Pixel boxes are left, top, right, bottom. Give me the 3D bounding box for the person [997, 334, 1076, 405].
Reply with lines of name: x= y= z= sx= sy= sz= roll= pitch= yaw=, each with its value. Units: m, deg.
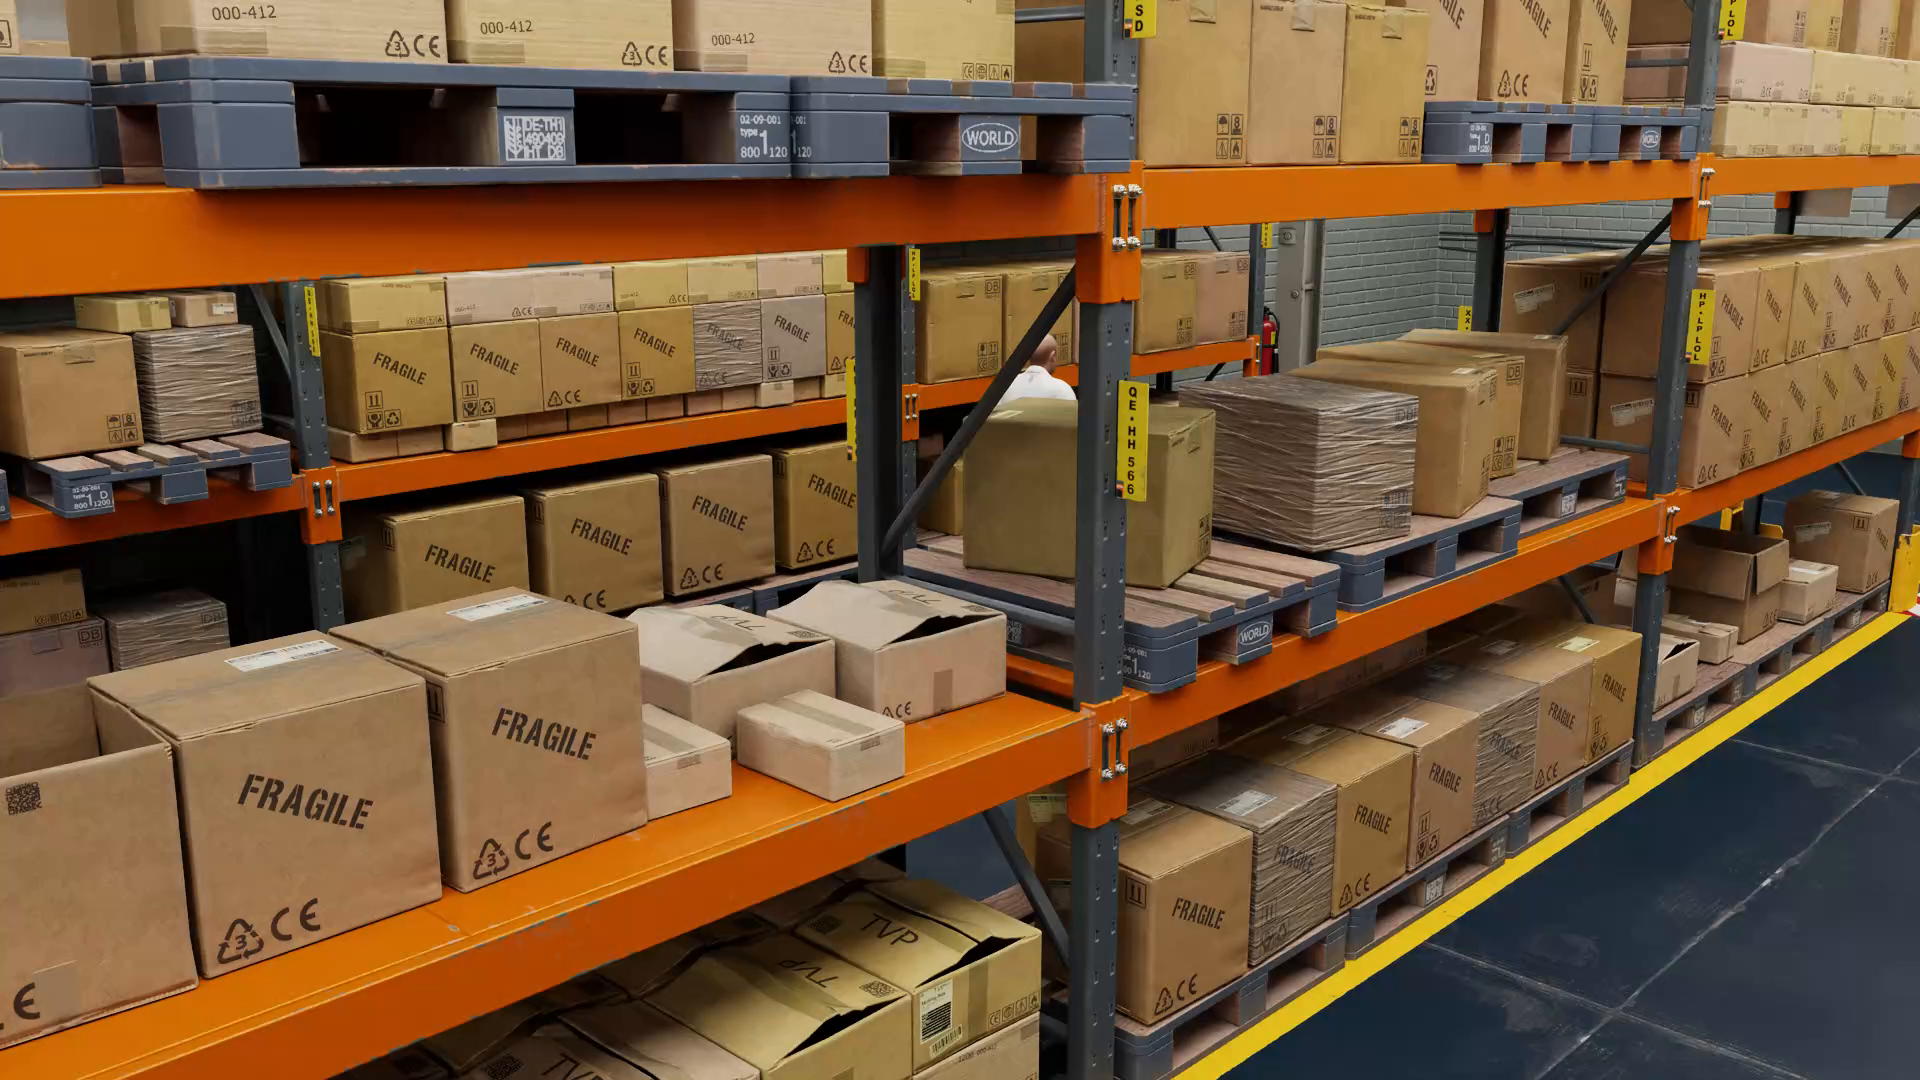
person: x=0.476 y=-0.351 z=9.987 sx=0.653 sy=1.774 sz=0.424 roll=11 pitch=18 yaw=39
